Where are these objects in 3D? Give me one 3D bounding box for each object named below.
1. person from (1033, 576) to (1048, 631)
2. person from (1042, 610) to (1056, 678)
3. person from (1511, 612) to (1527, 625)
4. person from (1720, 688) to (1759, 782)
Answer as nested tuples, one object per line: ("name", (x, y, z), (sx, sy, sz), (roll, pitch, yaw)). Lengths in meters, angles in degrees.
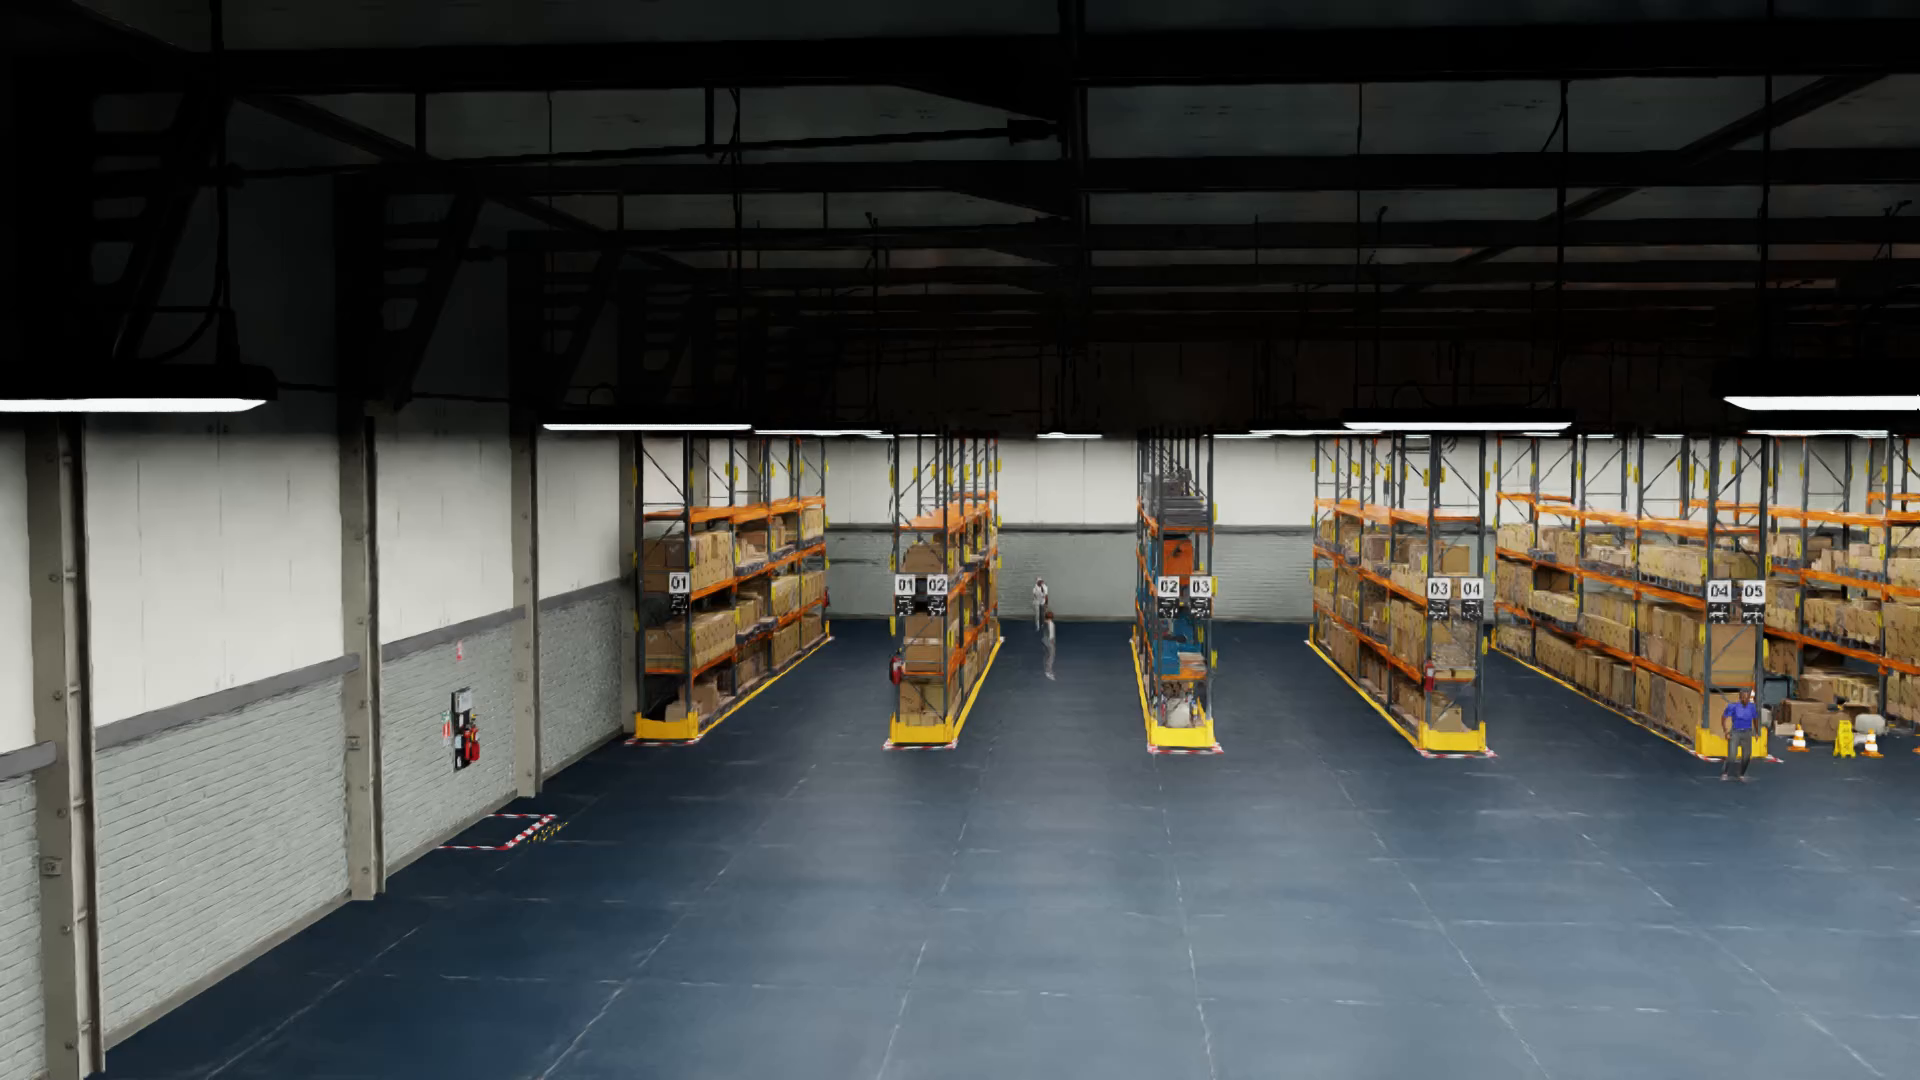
("person", (2.430, 1.896, 50.066), (0.461, 1.626, 0.999), (0, 3, 4))
("person", (2.170, 2.519, 40.273), (0.350, 1.641, 0.477), (-1, 4, -23))
("person", (16.682, 1.891, 49.558), (0.620, 1.723, 0.955), (2, 4, 28))
("person", (13.026, 3.257, 27.788), (0.592, 1.604, 0.518), (0, 3, 2))
